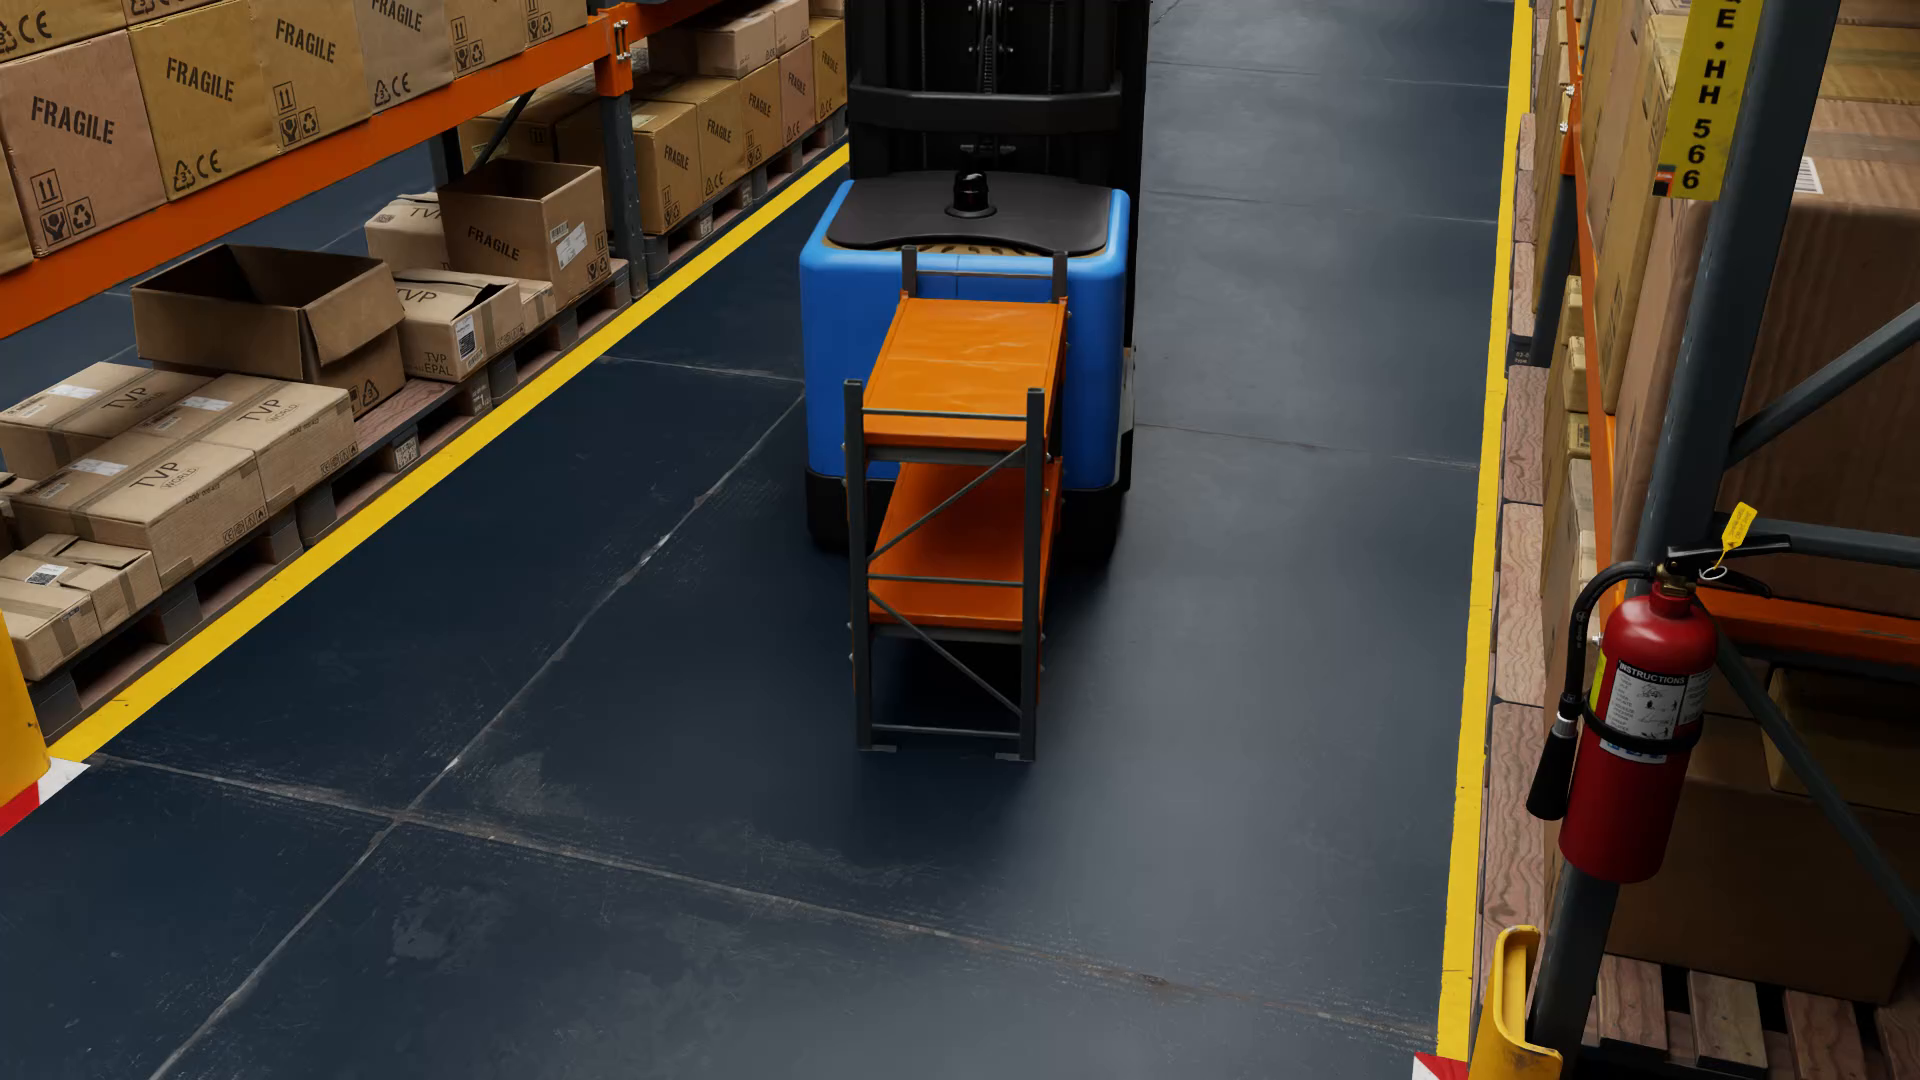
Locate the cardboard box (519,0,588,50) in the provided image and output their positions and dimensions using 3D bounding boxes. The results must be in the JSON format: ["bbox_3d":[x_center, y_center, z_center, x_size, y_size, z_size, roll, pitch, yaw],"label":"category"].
[{"bbox_3d":[-1.865,-2.297,6.690,0.500,0.500,0.500,9,30,16],"label":"cardboard box"}]

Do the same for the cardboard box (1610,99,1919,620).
[{"bbox_3d":[1.739,-0.327,2.944,0.980,0.700,0.700,10,31,17],"label":"cardboard box"}]

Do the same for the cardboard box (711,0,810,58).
[{"bbox_3d":[-1.149,-2.837,9.112,0.500,0.250,0.500,8,30,14],"label":"cardboard box"}]

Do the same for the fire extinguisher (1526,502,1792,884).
[{"bbox_3d":[1.113,0.243,2.690,0.296,0.674,0.183,8,30,15],"label":"fire extinguisher"}]

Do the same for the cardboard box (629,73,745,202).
[{"bbox_3d":[-1.443,-2.061,8.488,0.500,0.500,0.500,9,30,16],"label":"cardboard box"}]

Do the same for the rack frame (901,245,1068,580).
[{"bbox_3d":[0.073,-0.382,5.279,0.500,1.125,0.032,3,29,6],"label":"rack frame"}]

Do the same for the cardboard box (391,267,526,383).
[{"bbox_3d":[-2.080,-0.885,6.569,0.500,0.311,0.500,8,30,15],"label":"cardboard box"}]

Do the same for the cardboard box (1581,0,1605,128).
[{"bbox_3d":[2.598,-1.698,5.408,0.980,0.700,0.700,9,30,16],"label":"cardboard box"}]

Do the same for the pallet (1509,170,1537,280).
[{"bbox_3d":[3.284,-1.536,8.294,1.003,0.211,1.213,8,30,15],"label":"pallet"}]

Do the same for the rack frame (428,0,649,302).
[{"bbox_3d":[-1.964,-2.522,7.198,1.000,3.000,0.127,8,30,15],"label":"rack frame"}]

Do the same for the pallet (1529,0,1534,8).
[{"bbox_3d":[5.284,-4.633,13.861,1.003,0.211,1.213,8,30,15],"label":"pallet"}]

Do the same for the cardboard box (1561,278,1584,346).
[{"bbox_3d":[2.180,-0.725,5.440,0.380,0.149,0.250,10,30,17],"label":"cardboard box"}]

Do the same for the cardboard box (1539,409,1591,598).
[{"bbox_3d":[2.152,-0.104,4.990,0.700,0.500,0.500,9,30,16],"label":"cardboard box"}]

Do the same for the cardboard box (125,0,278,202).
[{"bbox_3d":[-2.459,-1.349,4.986,0.500,0.500,0.500,8,30,15],"label":"cardboard box"}]

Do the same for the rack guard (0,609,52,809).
[{"bbox_3d":[-3.116,0.394,4.527,1.175,0.500,0.348,8,30,15],"label":"rack guard"}]

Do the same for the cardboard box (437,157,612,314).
[{"bbox_3d":[-1.860,-1.316,7.150,0.500,0.500,0.500,8,30,15],"label":"cardboard box"}]

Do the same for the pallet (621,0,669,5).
[{"bbox_3d":[-1.625,-2.794,7.884,1.003,0.211,1.213,8,30,15],"label":"pallet"}]

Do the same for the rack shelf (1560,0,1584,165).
[{"bbox_3d":[3.360,-2.432,7.776,1.077,0.370,4.000,8,30,15],"label":"rack shelf"}]

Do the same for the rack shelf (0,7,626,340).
[{"bbox_3d":[-2.551,-1.278,5.702,1.077,0.370,4.000,8,30,15],"label":"rack shelf"}]

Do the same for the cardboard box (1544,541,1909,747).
[{"bbox_3d":[1.855,0.379,4.123,0.700,0.500,0.500,8,30,15],"label":"cardboard box"}]

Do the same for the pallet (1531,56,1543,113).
[{"bbox_3d":[4.178,-2.820,10.602,1.003,0.211,1.213,8,30,15],"label":"pallet"}]

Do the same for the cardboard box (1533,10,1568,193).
[{"bbox_3d":[3.342,-2.190,8.381,0.750,0.750,0.750,8,30,15],"label":"cardboard box"}]

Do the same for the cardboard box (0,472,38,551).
[{"bbox_3d":[-3.009,-0.080,5.270,0.380,0.166,0.250,8,30,15],"label":"cardboard box"}]

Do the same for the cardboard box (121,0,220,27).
[{"bbox_3d":[-2.458,-1.788,4.747,0.500,0.500,0.500,9,30,16],"label":"cardboard box"}]

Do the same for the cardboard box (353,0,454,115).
[{"bbox_3d":[-2.164,-1.818,5.829,0.500,0.500,0.500,9,30,16],"label":"cardboard box"}]

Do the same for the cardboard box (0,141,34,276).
[{"bbox_3d":[-2.756,-0.875,4.135,0.500,0.500,0.500,9,30,16],"label":"cardboard box"}]

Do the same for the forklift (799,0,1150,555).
[{"bbox_3d":[0.159,-1.922,6.190,1.130,2.935,3.031,3,29,6],"label":"forklift"}]

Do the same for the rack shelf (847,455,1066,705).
[{"bbox_3d":[0.017,0.078,4.956,0.538,0.278,1.000,3,29,6],"label":"rack shelf"}]

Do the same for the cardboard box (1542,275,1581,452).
[{"bbox_3d":[2.455,-0.575,5.837,0.700,0.500,0.500,9,30,16],"label":"cardboard box"}]

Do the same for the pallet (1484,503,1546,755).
[{"bbox_3d":[2.119,0.313,4.970,1.003,0.211,1.213,8,30,15],"label":"pallet"}]

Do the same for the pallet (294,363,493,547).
[{"bbox_3d":[-2.523,-0.415,6.280,1.003,0.211,1.213,8,30,15],"label":"pallet"}]

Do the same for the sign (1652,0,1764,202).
[{"bbox_3d":[1.084,-0.651,2.400,0.100,0.325,0.005,8,30,15],"label":"sign"}]

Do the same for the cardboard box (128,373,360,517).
[{"bbox_3d":[-2.414,-0.330,5.634,0.500,0.250,0.500,8,30,15],"label":"cardboard box"}]

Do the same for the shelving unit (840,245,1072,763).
[{"bbox_3d":[0.017,-0.136,4.837,0.538,1.125,1.048,3,29,6],"label":"shelving unit"}]

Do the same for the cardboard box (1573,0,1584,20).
[{"bbox_3d":[2.793,-2.279,6.999,0.380,0.149,0.250,9,30,15],"label":"cardboard box"}]

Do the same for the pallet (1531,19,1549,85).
[{"bbox_3d":[4.538,-3.385,11.618,1.003,0.211,1.213,8,30,15],"label":"pallet"}]

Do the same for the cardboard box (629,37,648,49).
[{"bbox_3d":[-1.645,-2.590,9.439,0.500,0.500,0.500,7,30,13],"label":"cardboard box"}]

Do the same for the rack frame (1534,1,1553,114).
[{"bbox_3d":[3.947,-3.676,9.272,1.000,3.000,0.127,8,30,15],"label":"rack frame"}]

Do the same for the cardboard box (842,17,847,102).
[{"bbox_3d":[-0.840,-3.012,10.198,0.500,0.500,0.500,10,31,17],"label":"cardboard box"}]

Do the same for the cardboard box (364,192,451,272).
[{"bbox_3d":[-2.294,-1.375,7.449,0.500,0.311,0.500,8,30,15],"label":"cardboard box"}]

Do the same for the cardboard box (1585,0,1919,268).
[{"bbox_3d":[2.174,-1.020,4.189,0.980,0.700,0.700,7,30,12],"label":"cardboard box"}]

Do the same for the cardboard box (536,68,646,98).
[{"bbox_3d":[-1.940,-2.120,8.595,0.500,0.500,0.500,9,30,15],"label":"cardboard box"}]

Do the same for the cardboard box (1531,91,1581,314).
[{"bbox_3d":[2.839,-1.381,6.927,0.750,0.750,0.750,9,30,15],"label":"cardboard box"}]

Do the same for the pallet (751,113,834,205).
[{"bbox_3d":[-1.405,-2.255,9.587,1.003,0.211,1.213,8,30,15],"label":"pallet"}]

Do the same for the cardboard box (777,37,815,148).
[{"bbox_3d":[-1.140,-2.527,9.326,0.500,0.500,0.500,7,30,13],"label":"cardboard box"}]

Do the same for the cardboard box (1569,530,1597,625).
[{"bbox_3d":[1.646,0.123,3.915,0.380,0.149,0.250,9,30,16],"label":"cardboard box"}]

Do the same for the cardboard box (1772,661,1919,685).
[{"bbox_3d":[2.011,0.179,3.814,0.380,0.149,0.250,9,30,15],"label":"cardboard box"}]

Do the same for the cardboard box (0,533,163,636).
[{"bbox_3d":[-2.613,0.121,4.908,0.380,0.166,0.250,8,30,15],"label":"cardboard box"}]
